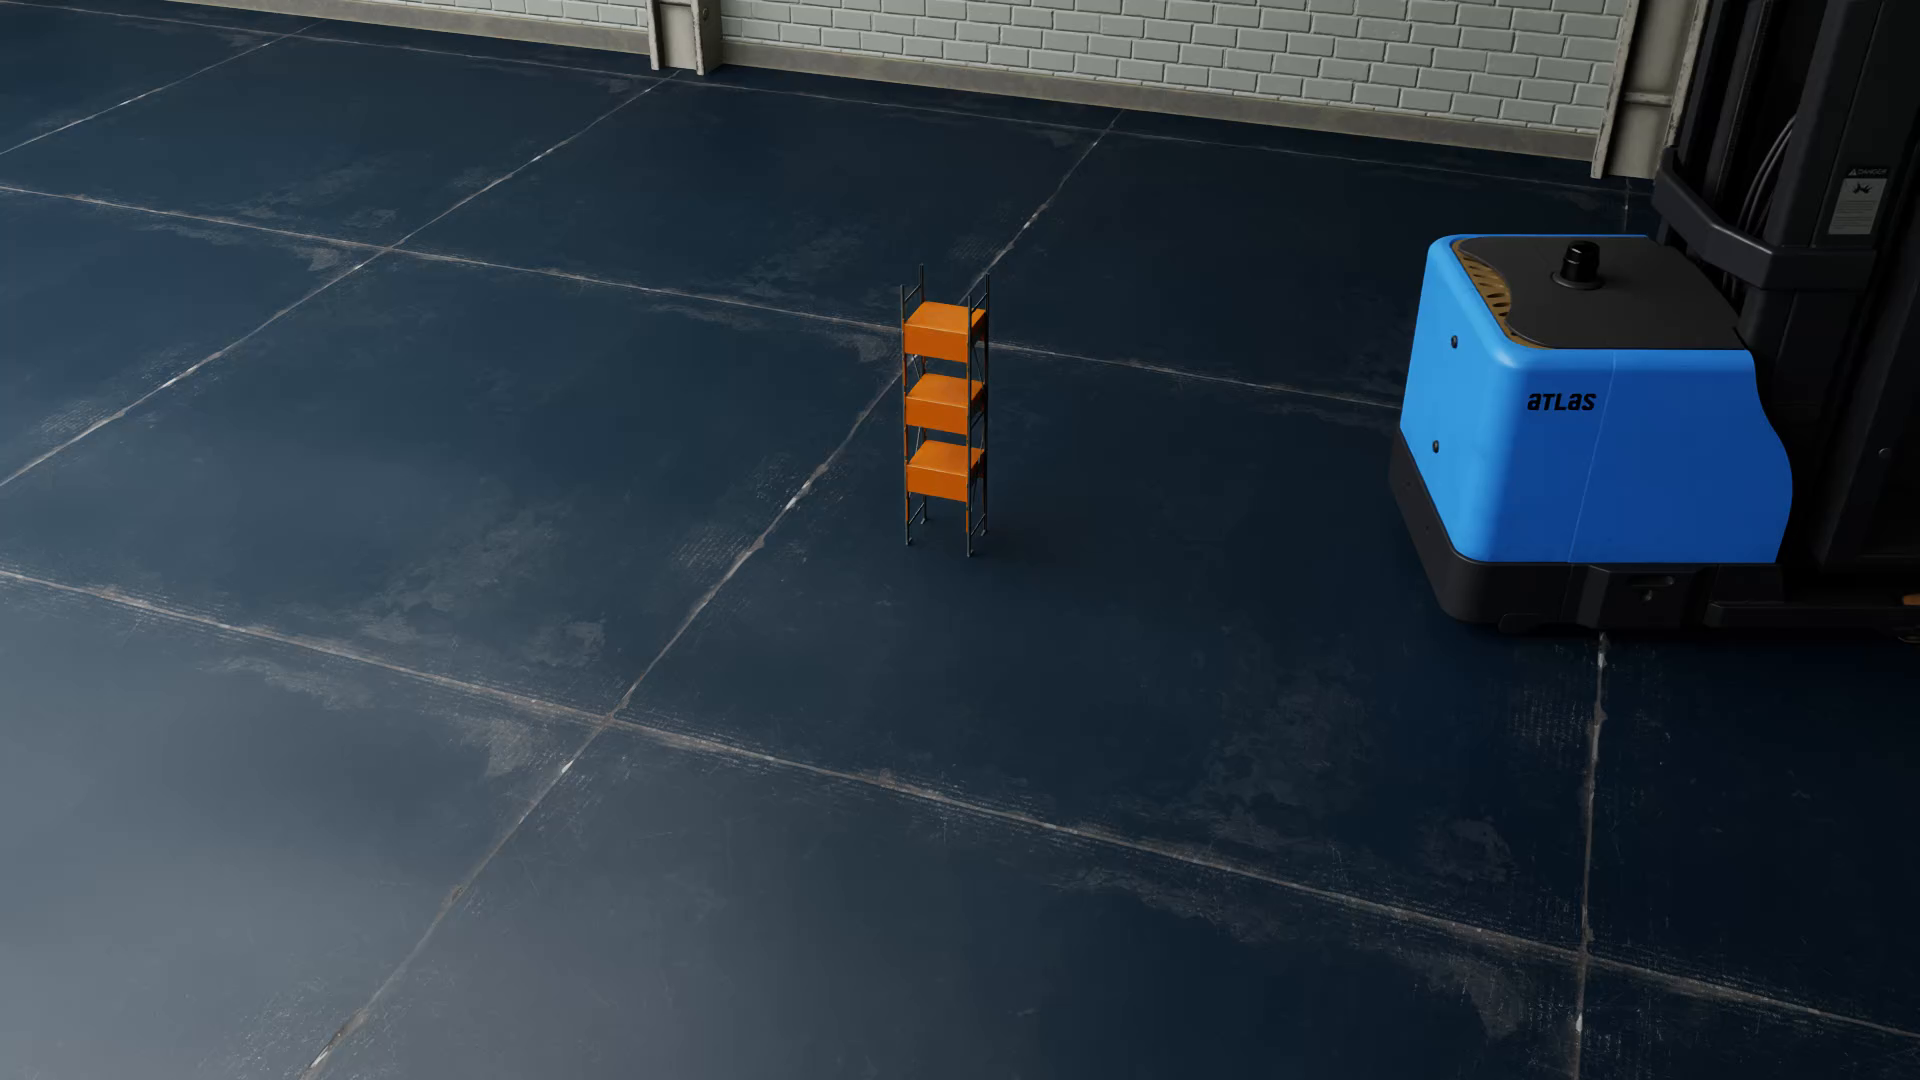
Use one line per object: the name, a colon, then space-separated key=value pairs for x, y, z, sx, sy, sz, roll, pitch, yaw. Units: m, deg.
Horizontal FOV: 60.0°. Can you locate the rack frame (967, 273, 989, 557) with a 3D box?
rack frame: x=0.064 y=-0.429 z=5.946 sx=0.008 sy=1.050 sz=0.200 roll=11 pitch=34 yaw=16

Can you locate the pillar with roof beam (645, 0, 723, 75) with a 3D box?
pillar with roof beam: x=-3.282 y=-4.780 z=5.357 sx=0.400 sy=9.000 sz=9.100 roll=11 pitch=34 yaw=16

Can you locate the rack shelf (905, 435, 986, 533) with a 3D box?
rack shelf: x=-0.050 y=-0.208 z=6.137 sx=0.240 sy=0.259 sz=0.215 roll=11 pitch=34 yaw=16

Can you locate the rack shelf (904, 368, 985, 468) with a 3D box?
rack shelf: x=-0.050 y=-0.442 z=5.986 sx=0.240 sy=0.259 sz=0.215 roll=11 pitch=34 yaw=16

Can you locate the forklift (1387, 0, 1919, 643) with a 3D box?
forklift: x=3.178 y=-1.169 z=5.359 sx=3.031 sy=2.935 sz=1.130 roll=0 pitch=33 yaw=0

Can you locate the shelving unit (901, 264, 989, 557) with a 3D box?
shelving unit: x=-0.050 y=-0.451 z=5.980 sx=0.252 sy=1.050 sz=0.215 roll=11 pitch=34 yaw=16

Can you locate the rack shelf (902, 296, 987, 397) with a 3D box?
rack shelf: x=-0.050 y=-0.680 z=5.832 sx=0.240 sy=0.259 sz=0.215 roll=11 pitch=34 yaw=16

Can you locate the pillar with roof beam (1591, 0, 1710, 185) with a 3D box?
pillar with roof beam: x=2.366 y=-3.682 z=3.656 sx=0.400 sy=9.000 sz=9.100 roll=11 pitch=34 yaw=16

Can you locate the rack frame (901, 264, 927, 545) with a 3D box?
rack frame: x=-0.165 y=-0.473 z=6.015 sx=0.008 sy=1.050 sz=0.200 roll=11 pitch=34 yaw=16
